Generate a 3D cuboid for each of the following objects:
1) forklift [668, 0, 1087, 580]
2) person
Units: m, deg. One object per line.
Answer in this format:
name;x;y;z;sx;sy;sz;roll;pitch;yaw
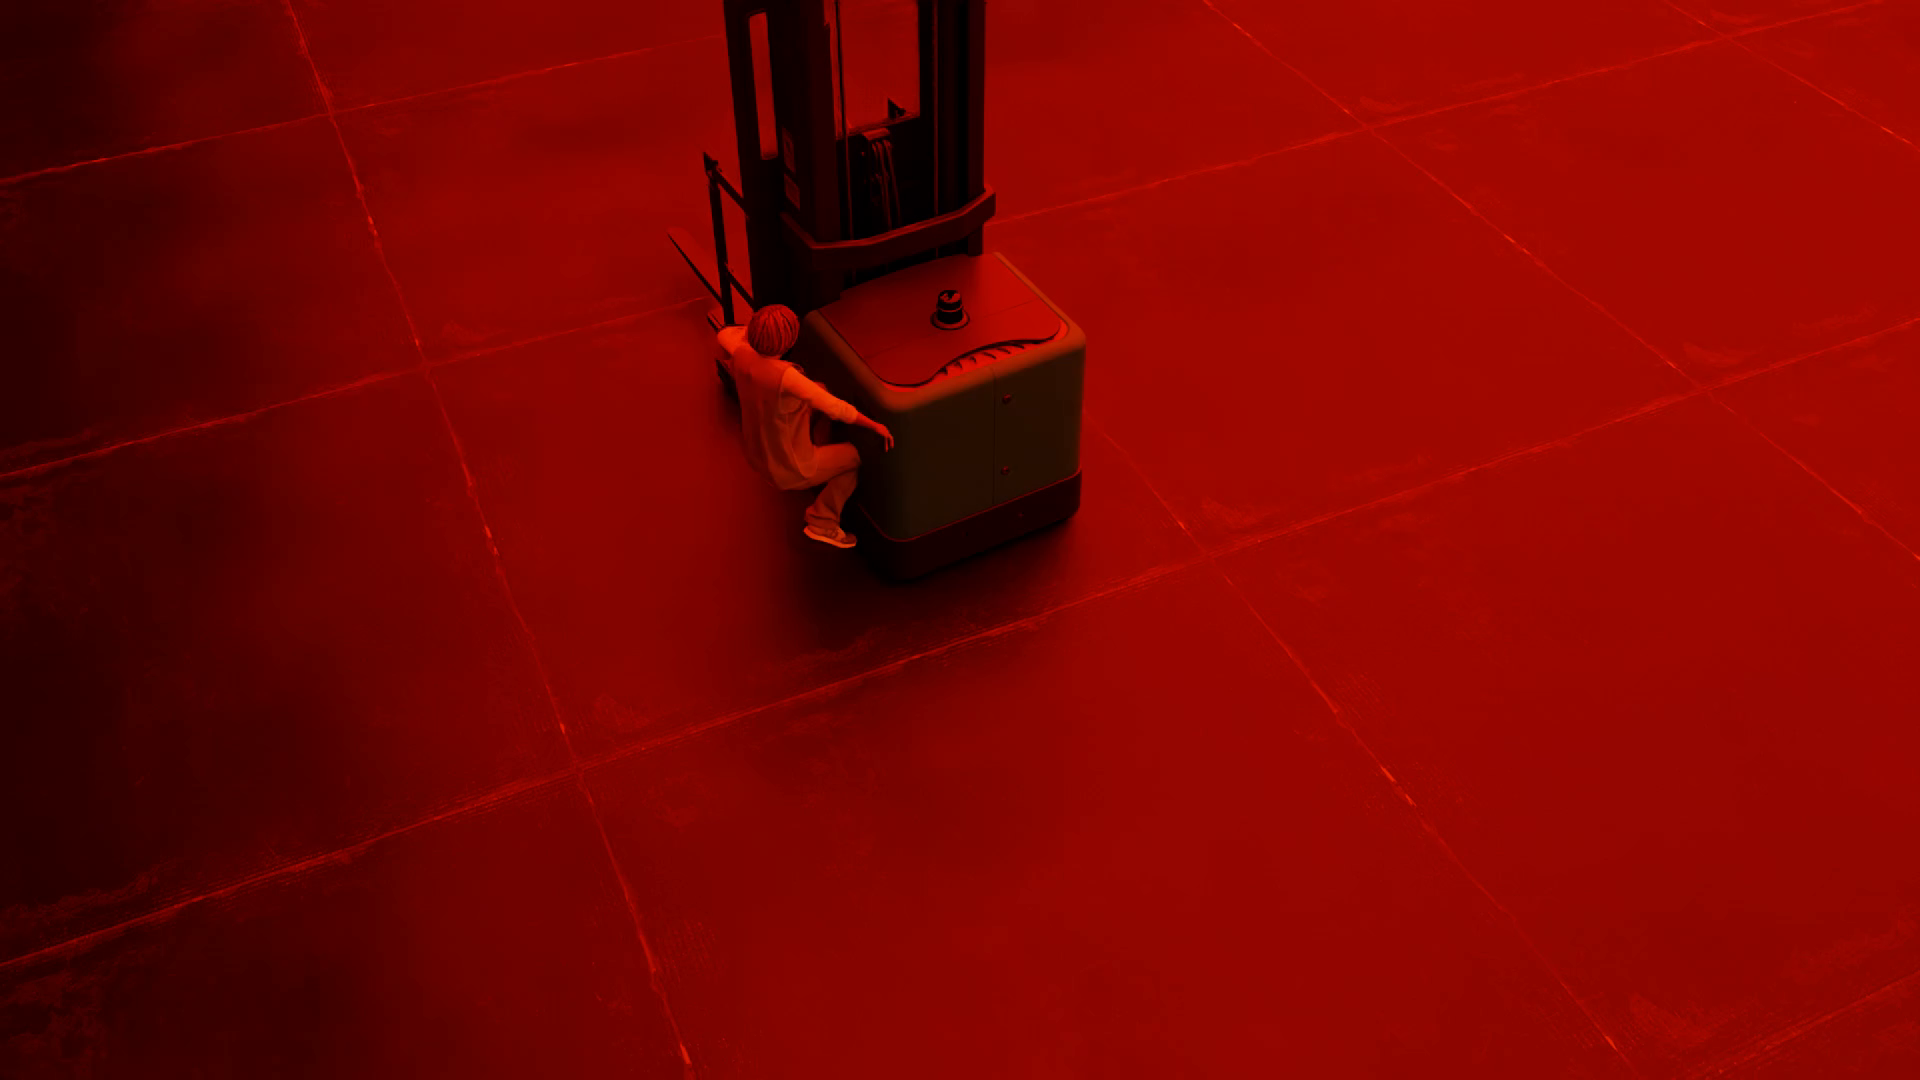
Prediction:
forklift;-0.603;-1.884;7.699;1.130;2.935;3.031;-22;47;-21
person;-0.625;-0.533;7.320;0.729;1.349;0.963;-33;52;-30
